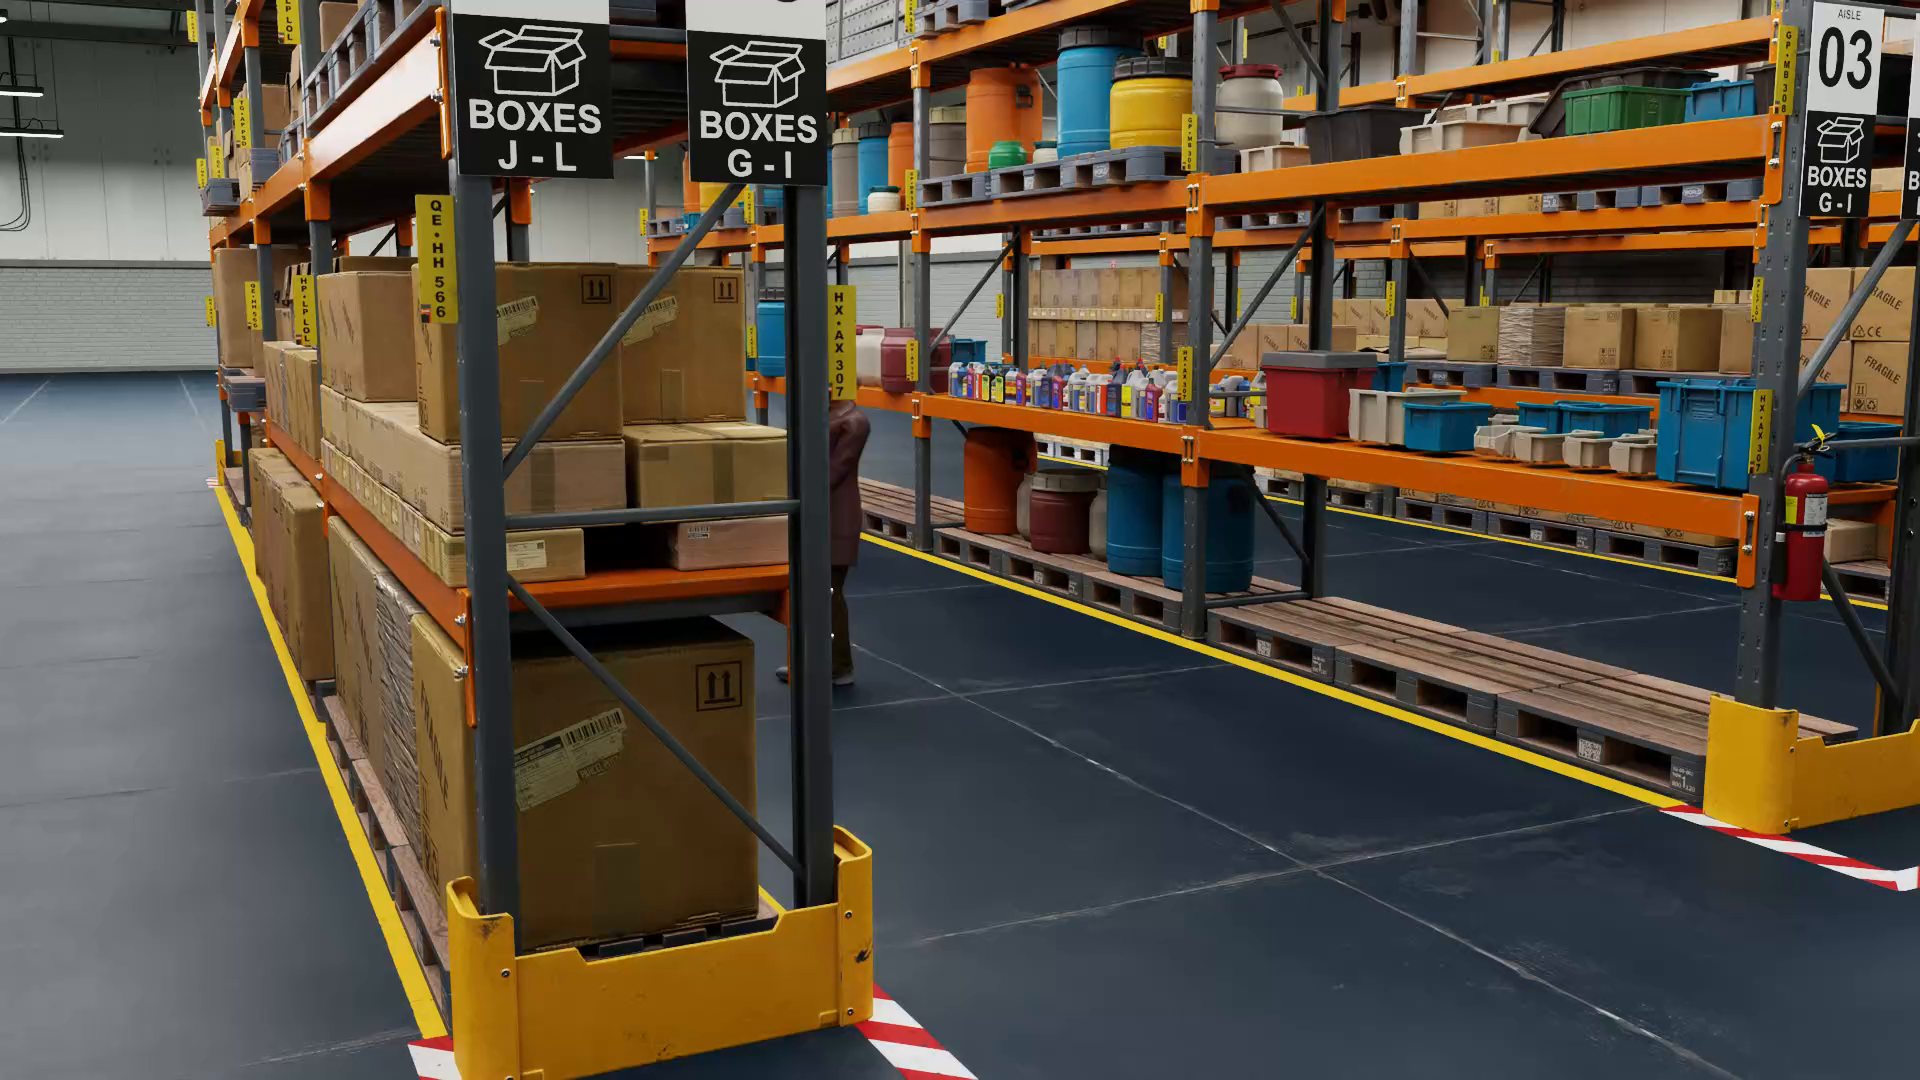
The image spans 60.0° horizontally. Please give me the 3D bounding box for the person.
[{"bbox_3d":[-0.794,-0.089,9.013,0.563,1.769,0.527,-4,9,-26],"label":"person"}]
